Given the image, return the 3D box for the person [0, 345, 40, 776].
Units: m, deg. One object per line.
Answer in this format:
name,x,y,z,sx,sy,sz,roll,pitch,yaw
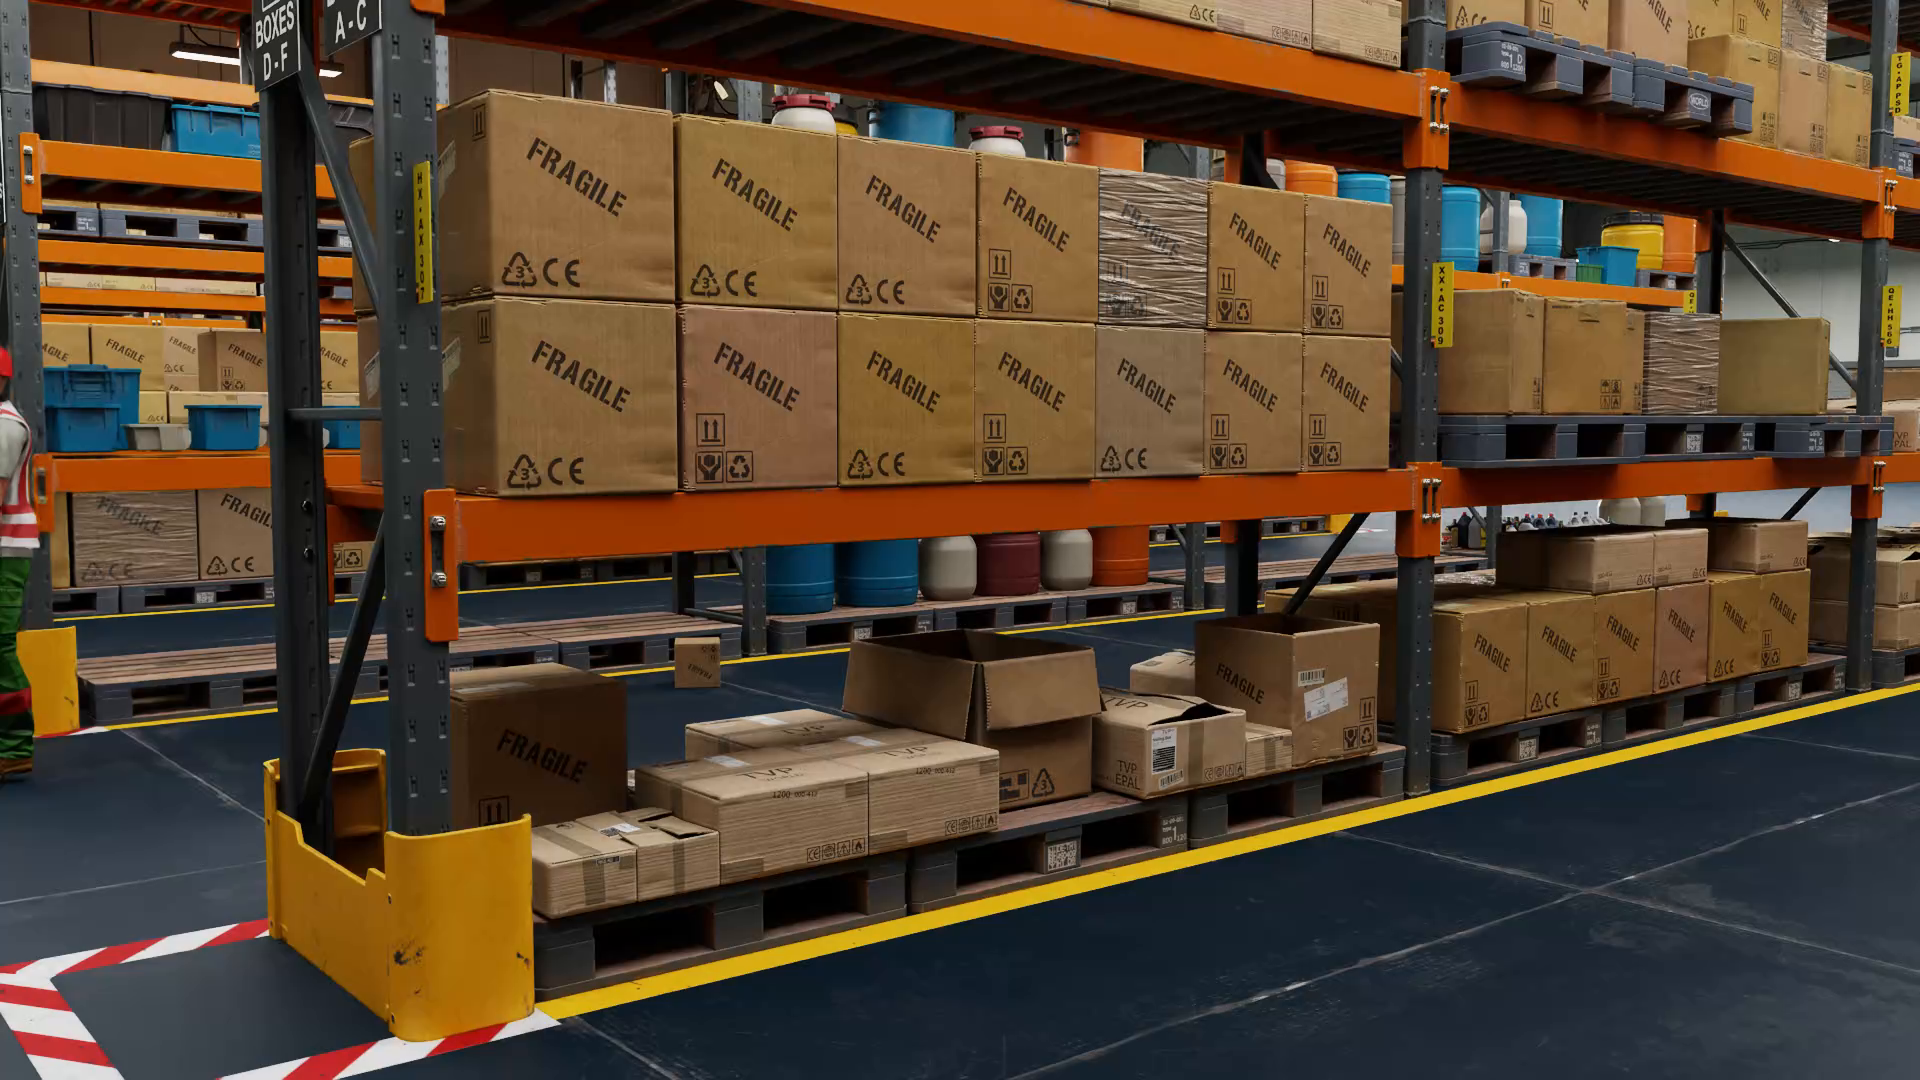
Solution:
person,-4.051,0.113,6.790,0.494,1.848,0.549,-4,6,-44
